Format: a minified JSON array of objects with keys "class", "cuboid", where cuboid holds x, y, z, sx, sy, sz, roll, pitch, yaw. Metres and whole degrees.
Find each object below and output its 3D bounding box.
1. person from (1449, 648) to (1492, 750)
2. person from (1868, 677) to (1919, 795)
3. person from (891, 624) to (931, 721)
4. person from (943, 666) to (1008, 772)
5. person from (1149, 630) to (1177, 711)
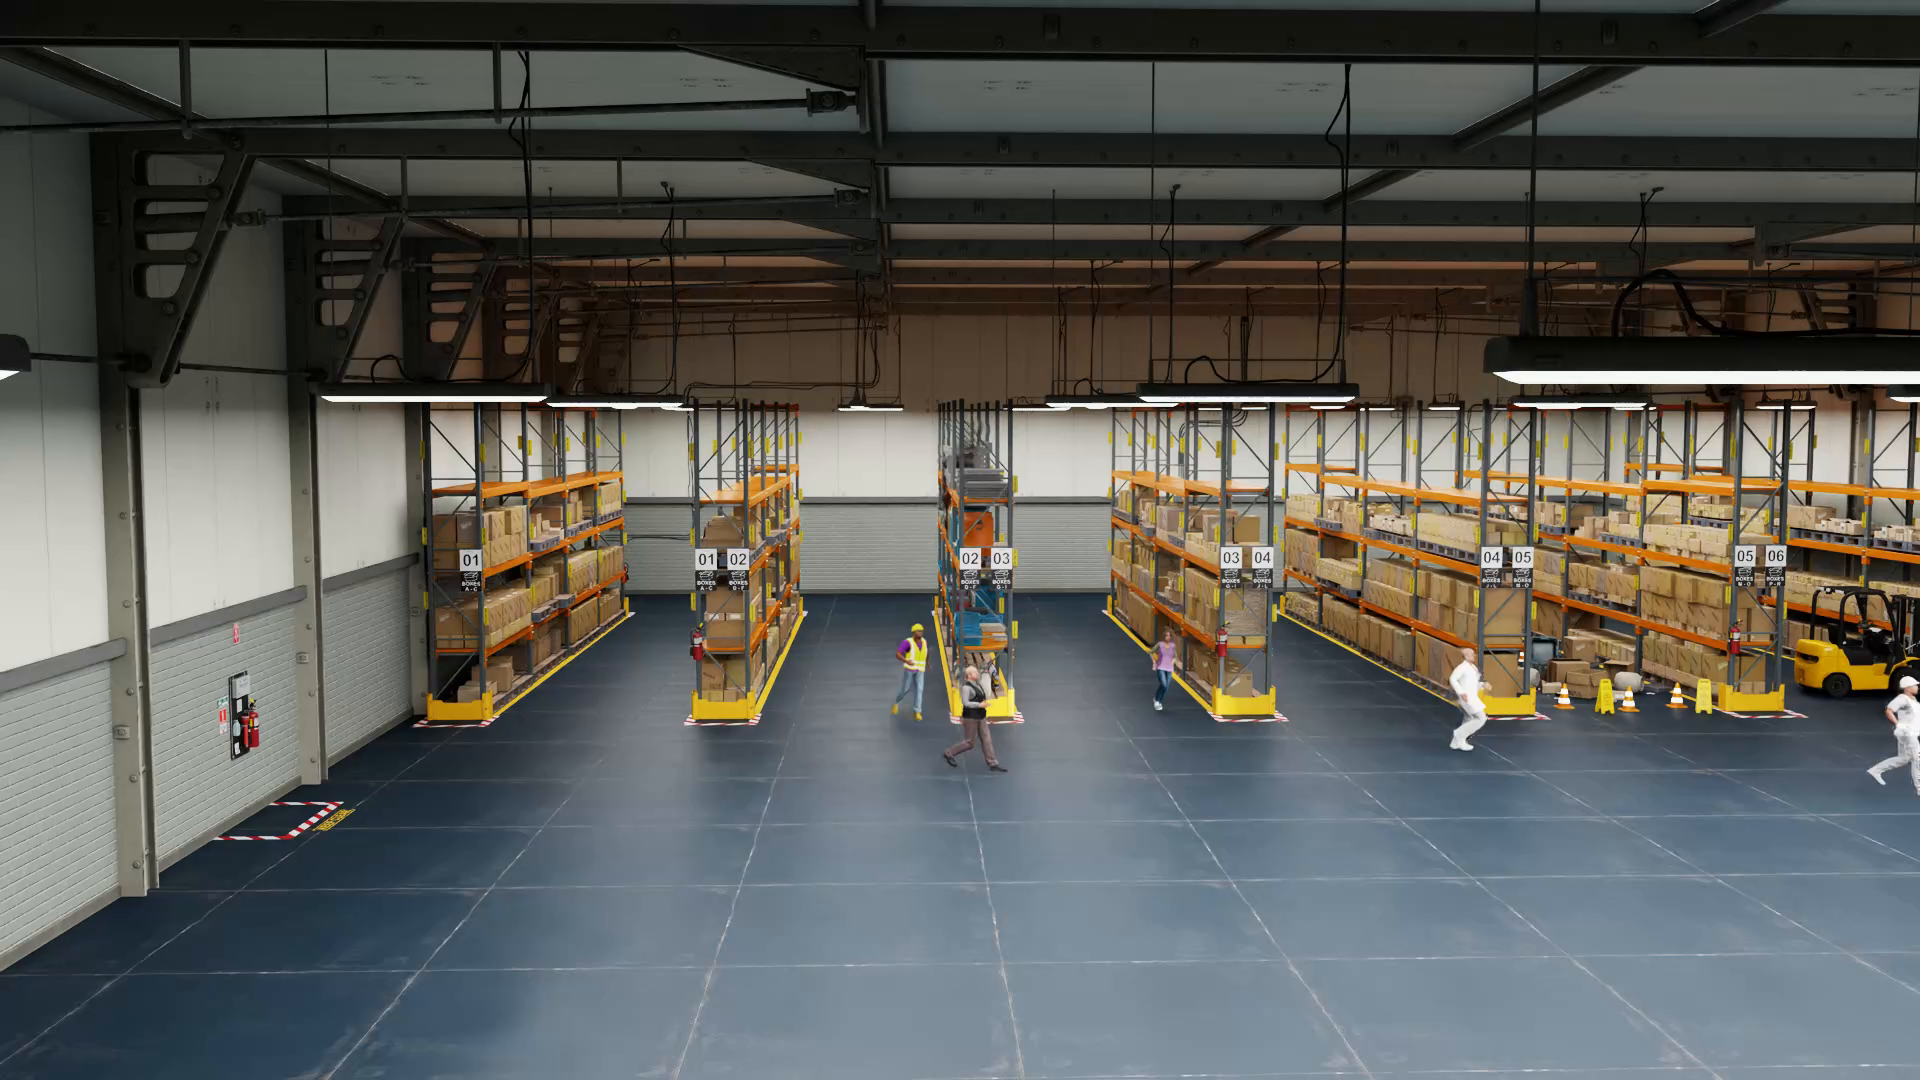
[{"class":"person","cuboid":[8.661,2.703,28.174,0.672,1.740,0.682,2,5,27]},{"class":"person","cuboid":[14.166,2.933,24.910,0.987,1.791,0.682,3,5,36]},{"class":"person","cuboid":[-0.838,2.460,31.315,0.758,1.752,0.957,-2,5,-27]},{"class":"person","cuboid":[0.251,2.840,26.418,1.054,1.681,0.672,2,5,24]},{"class":"person","cuboid":[3.937,2.506,32.002,0.513,1.553,0.622,-1,4,-12]}]
